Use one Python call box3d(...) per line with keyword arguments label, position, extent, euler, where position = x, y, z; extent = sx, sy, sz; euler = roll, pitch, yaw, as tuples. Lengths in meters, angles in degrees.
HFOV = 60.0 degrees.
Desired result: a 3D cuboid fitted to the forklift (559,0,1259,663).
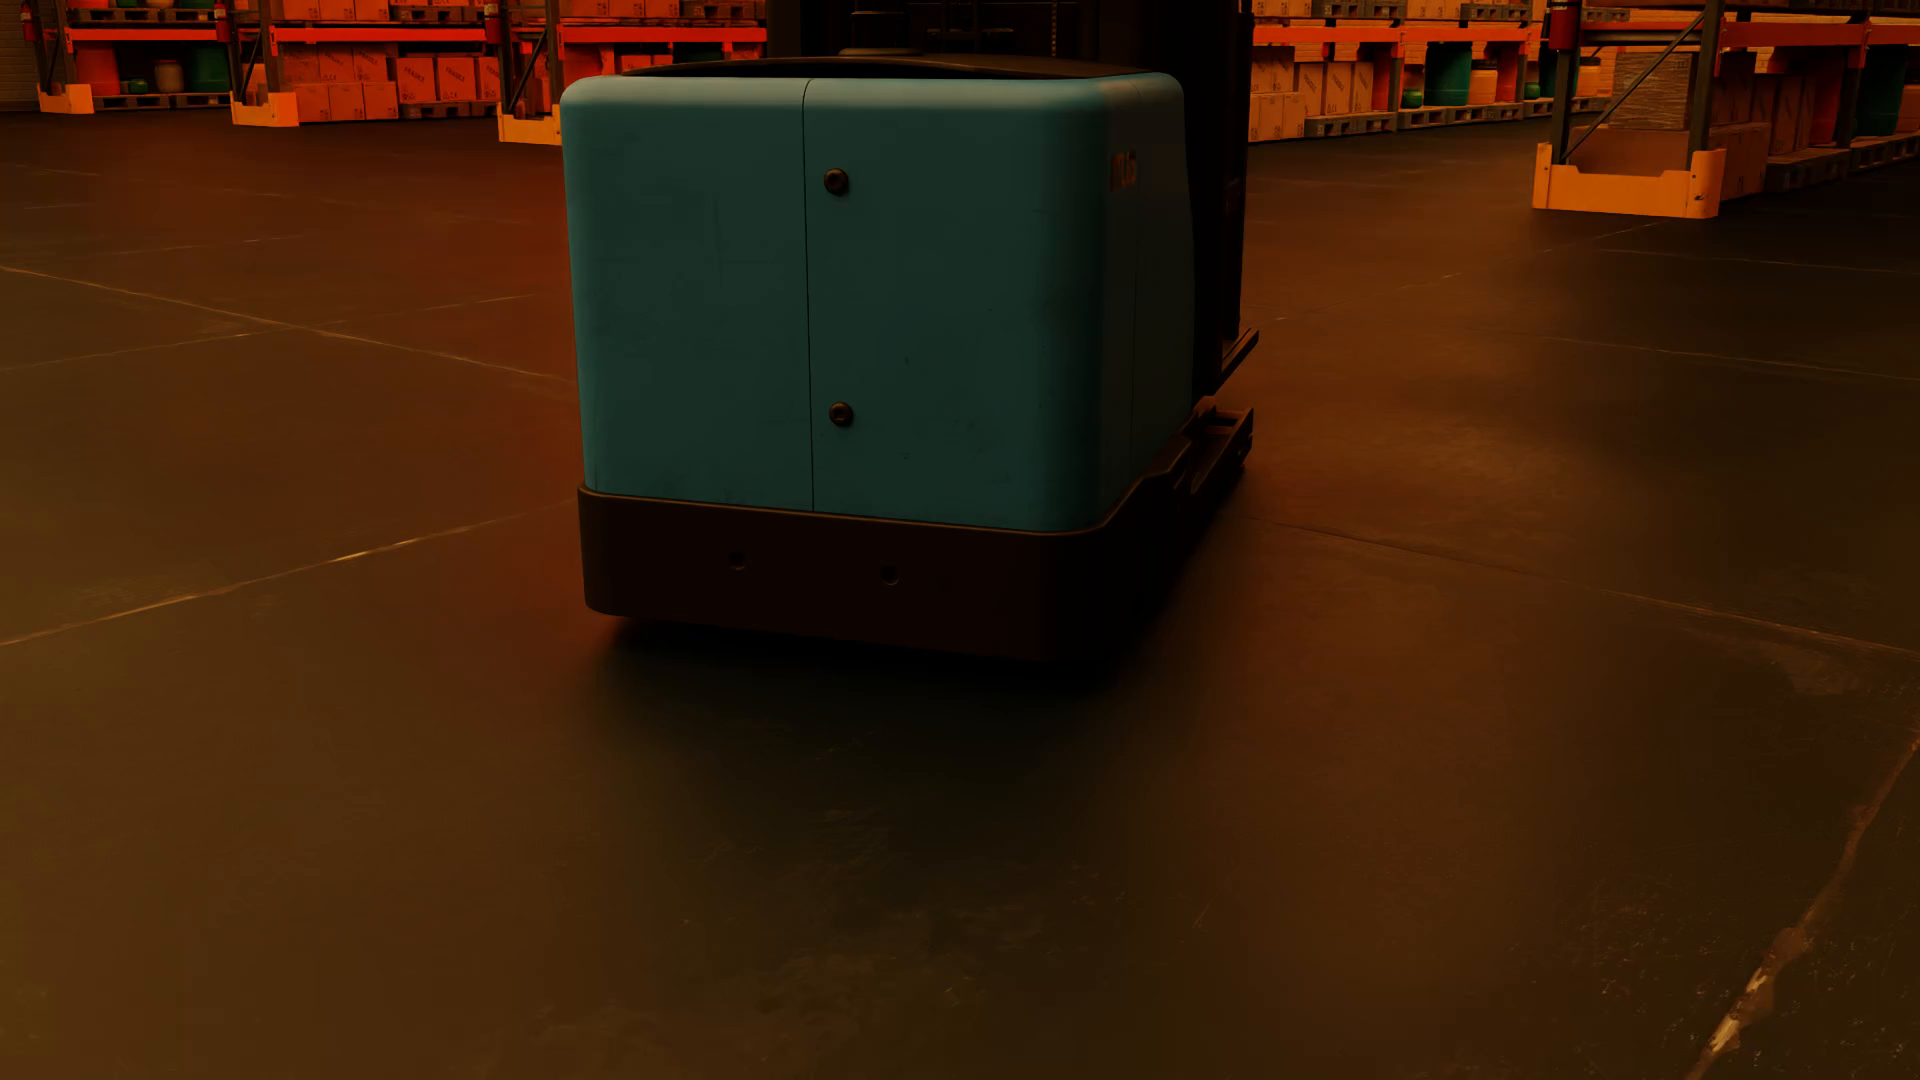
box3d(label="forklift", position=(0.182, -1.571, 4.072), extent=(1.130, 2.935, 3.031), euler=(5, 18, 17))
